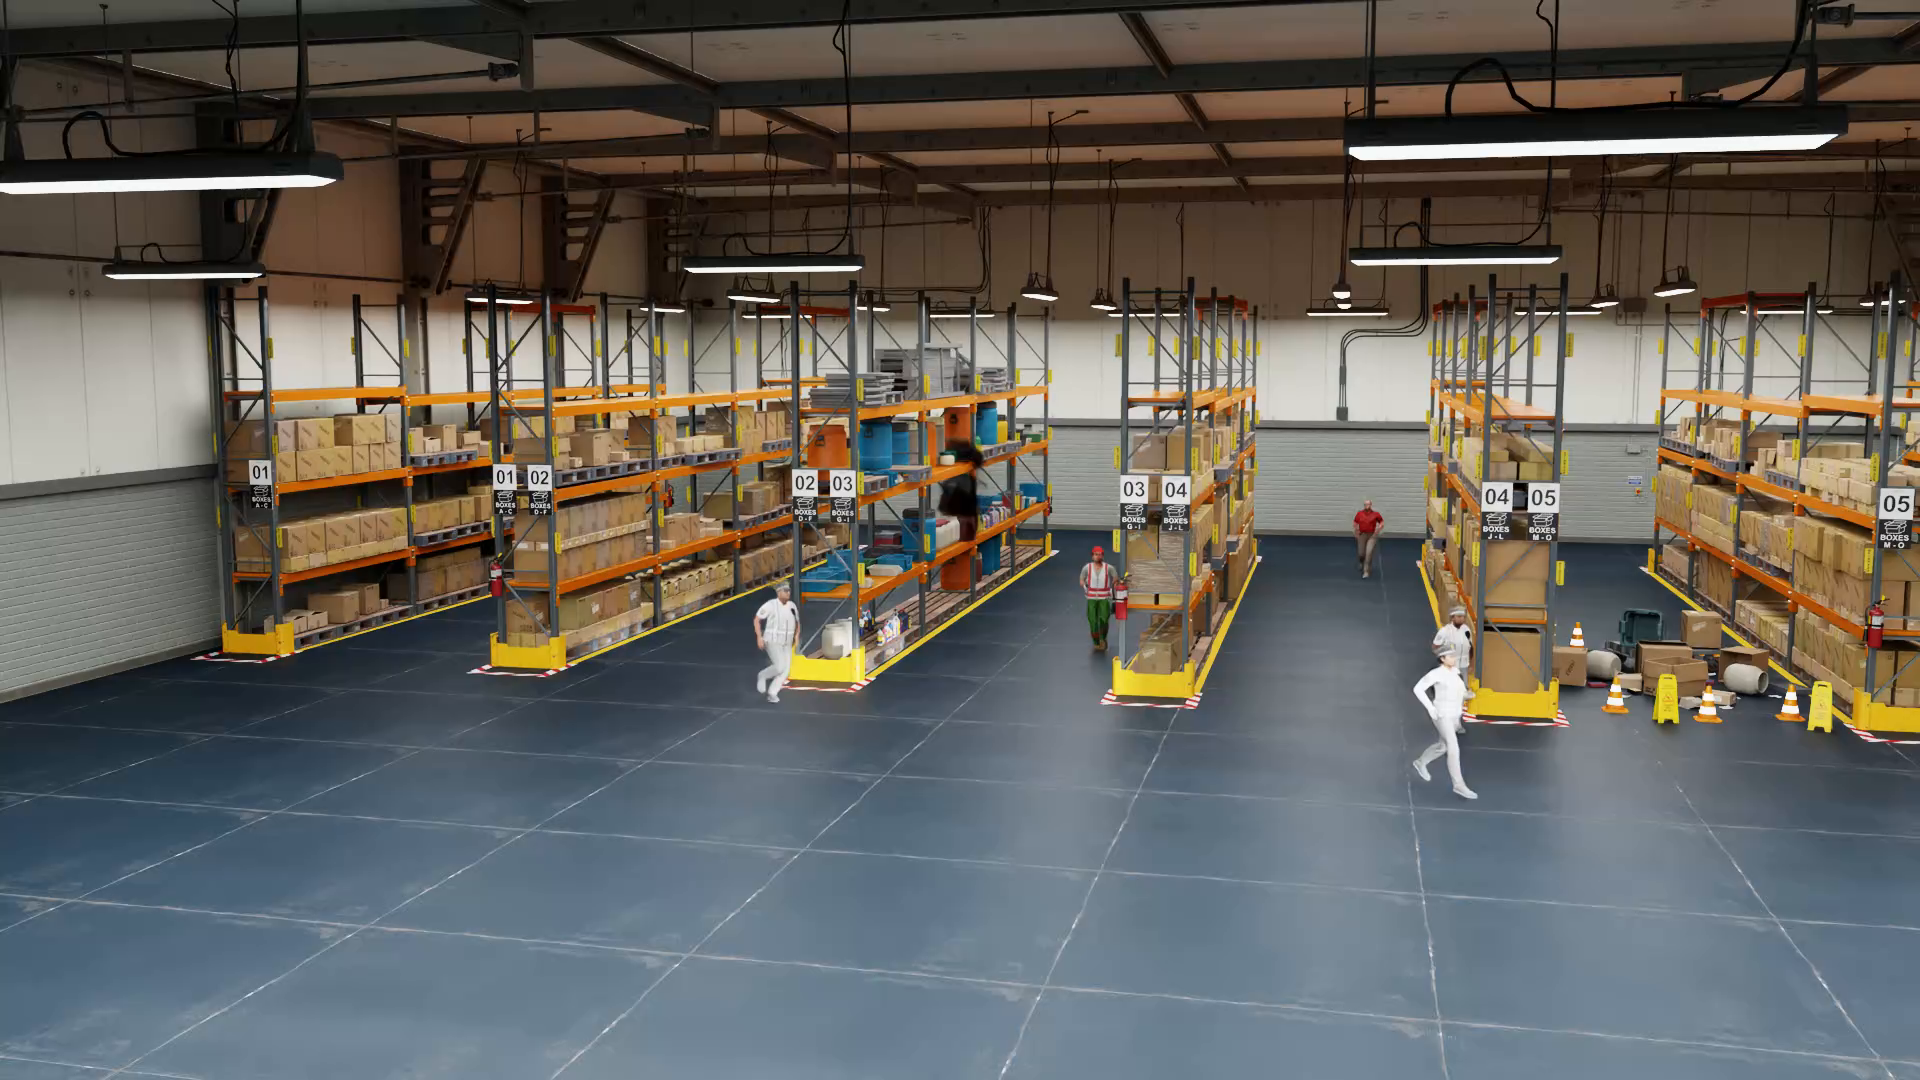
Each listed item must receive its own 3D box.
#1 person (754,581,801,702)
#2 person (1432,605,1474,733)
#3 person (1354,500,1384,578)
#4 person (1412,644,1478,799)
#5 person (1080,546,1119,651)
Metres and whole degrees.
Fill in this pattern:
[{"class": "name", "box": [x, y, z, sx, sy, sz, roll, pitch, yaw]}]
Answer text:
[{"class": "person", "box": [-2.545, 1.437, 23.719, 0.724, 1.704, 0.549, -6, 9, -40]}, {"class": "person", "box": [6.510, 1.671, 21.973, 0.574, 1.670, 0.653, -2, 7, -17]}, {"class": "person", "box": [9.025, -0.038, 36.746, 0.661, 1.701, 0.673, 3, 7, 21]}, {"class": "person", "box": [5.484, 1.993, 18.746, 0.610, 1.686, 0.918, -5, 8, -38]}, {"class": "person", "box": [2.275, 0.980, 27.357, 0.632, 1.743, 0.614, 1, 7, 9]}]
